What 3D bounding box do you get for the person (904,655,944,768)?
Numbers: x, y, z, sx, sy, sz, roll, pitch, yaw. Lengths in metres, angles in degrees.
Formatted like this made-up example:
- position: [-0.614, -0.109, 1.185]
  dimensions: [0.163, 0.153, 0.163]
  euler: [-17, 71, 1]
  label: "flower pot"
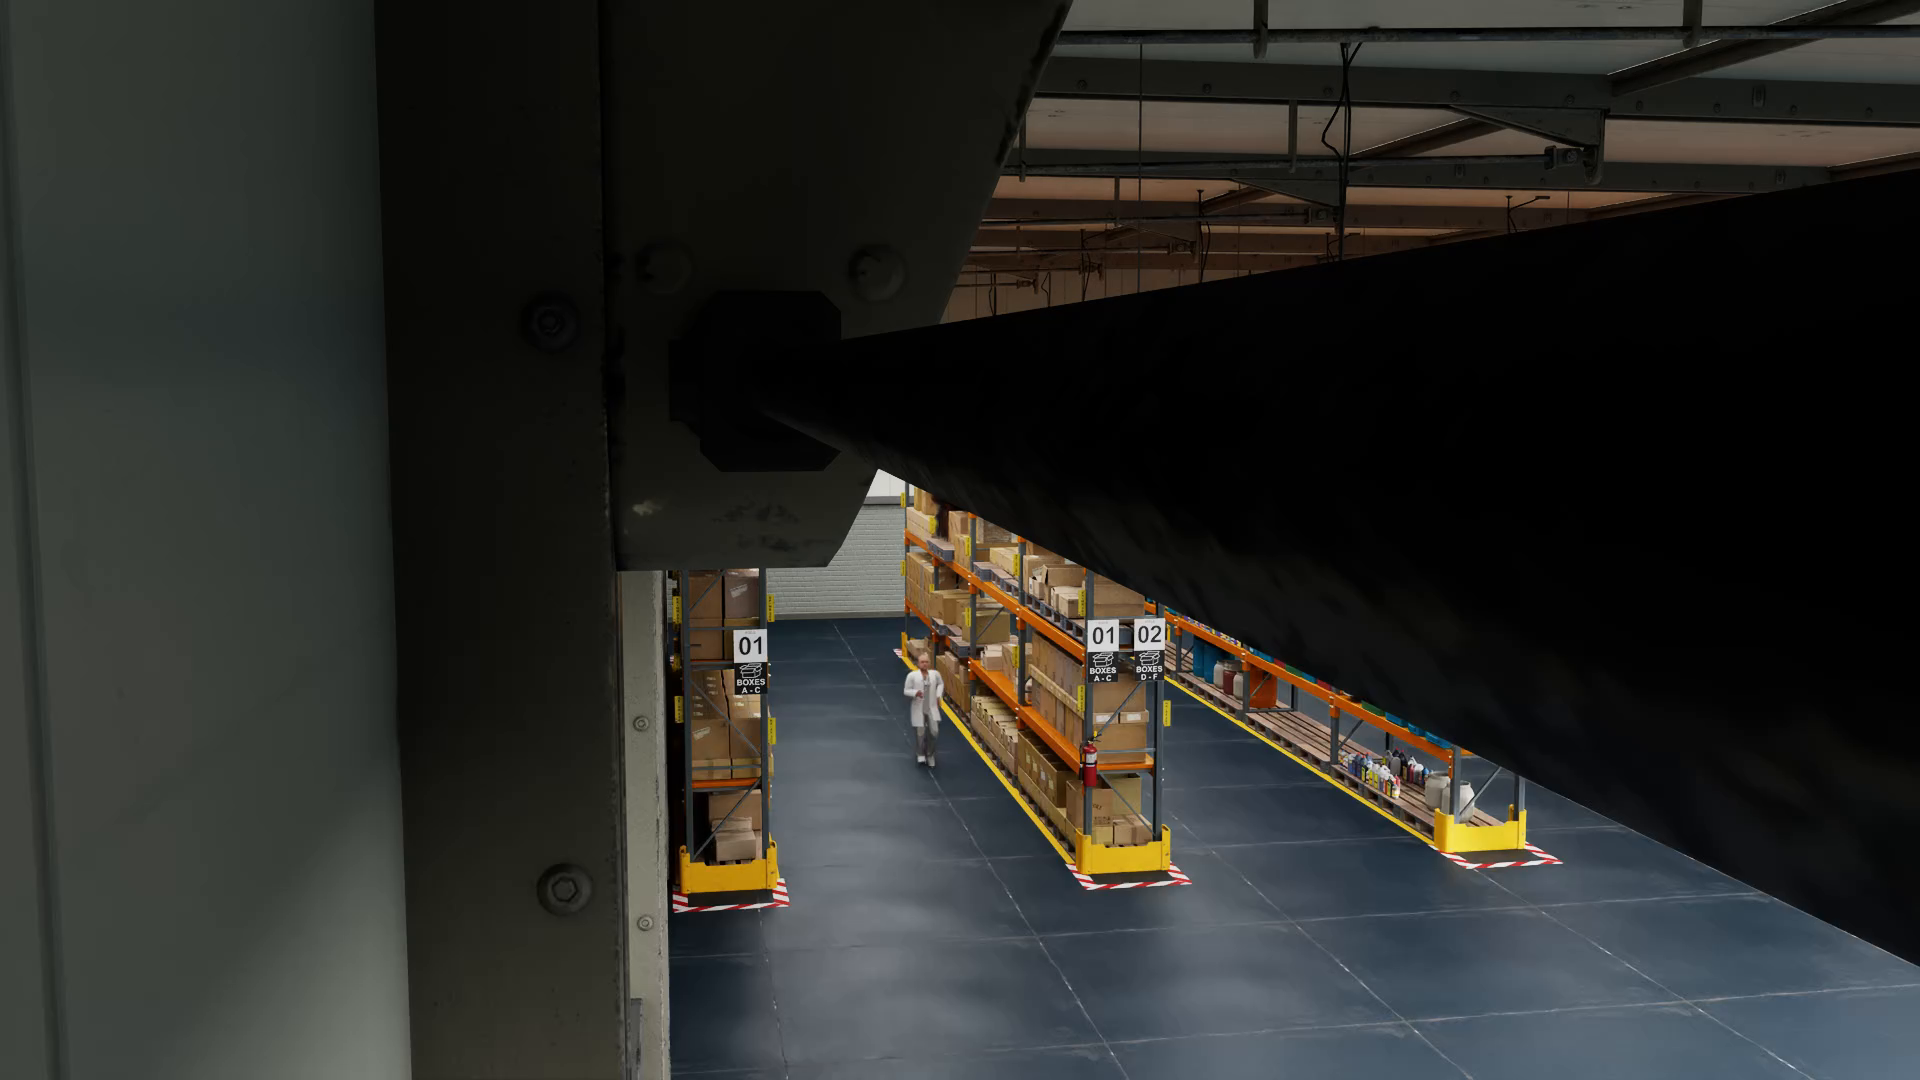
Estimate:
- position: [-0.548, 2.728, 26.364]
  dimensions: [0.684, 1.805, 0.734]
  euler: [-1, 6, -11]
  label: "person"
